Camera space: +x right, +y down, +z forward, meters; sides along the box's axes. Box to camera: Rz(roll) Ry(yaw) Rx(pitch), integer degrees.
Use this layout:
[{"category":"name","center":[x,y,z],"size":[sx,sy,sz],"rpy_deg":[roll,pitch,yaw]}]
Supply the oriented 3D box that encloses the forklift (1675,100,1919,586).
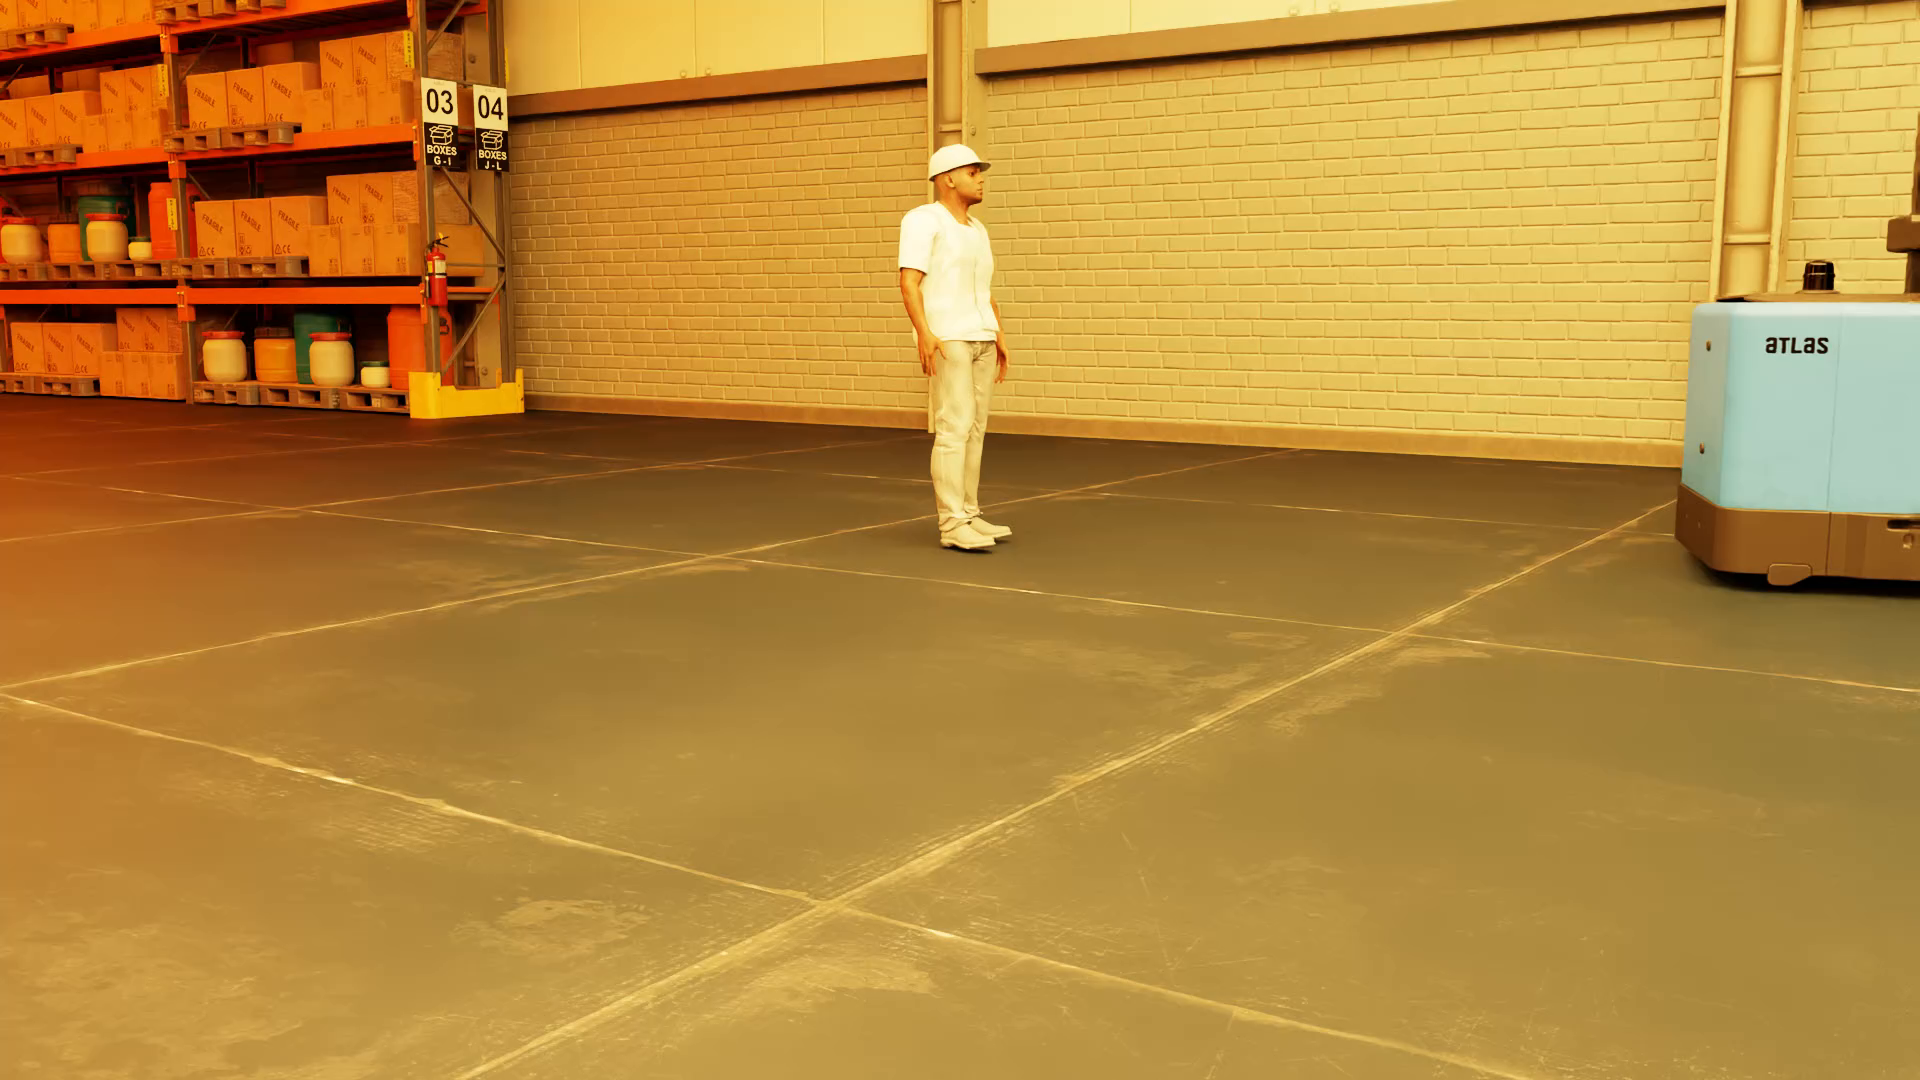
[{"category":"forklift","center":[4.432,-1.276,6.169],"size":[3.031,2.935,1.130],"rpy_deg":[2,8,15]}]

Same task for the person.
[{"category":"person","center":[0.055,-0.876,7.435],"size":[0.575,1.768,0.665],"rpy_deg":[5,10,34]}]
